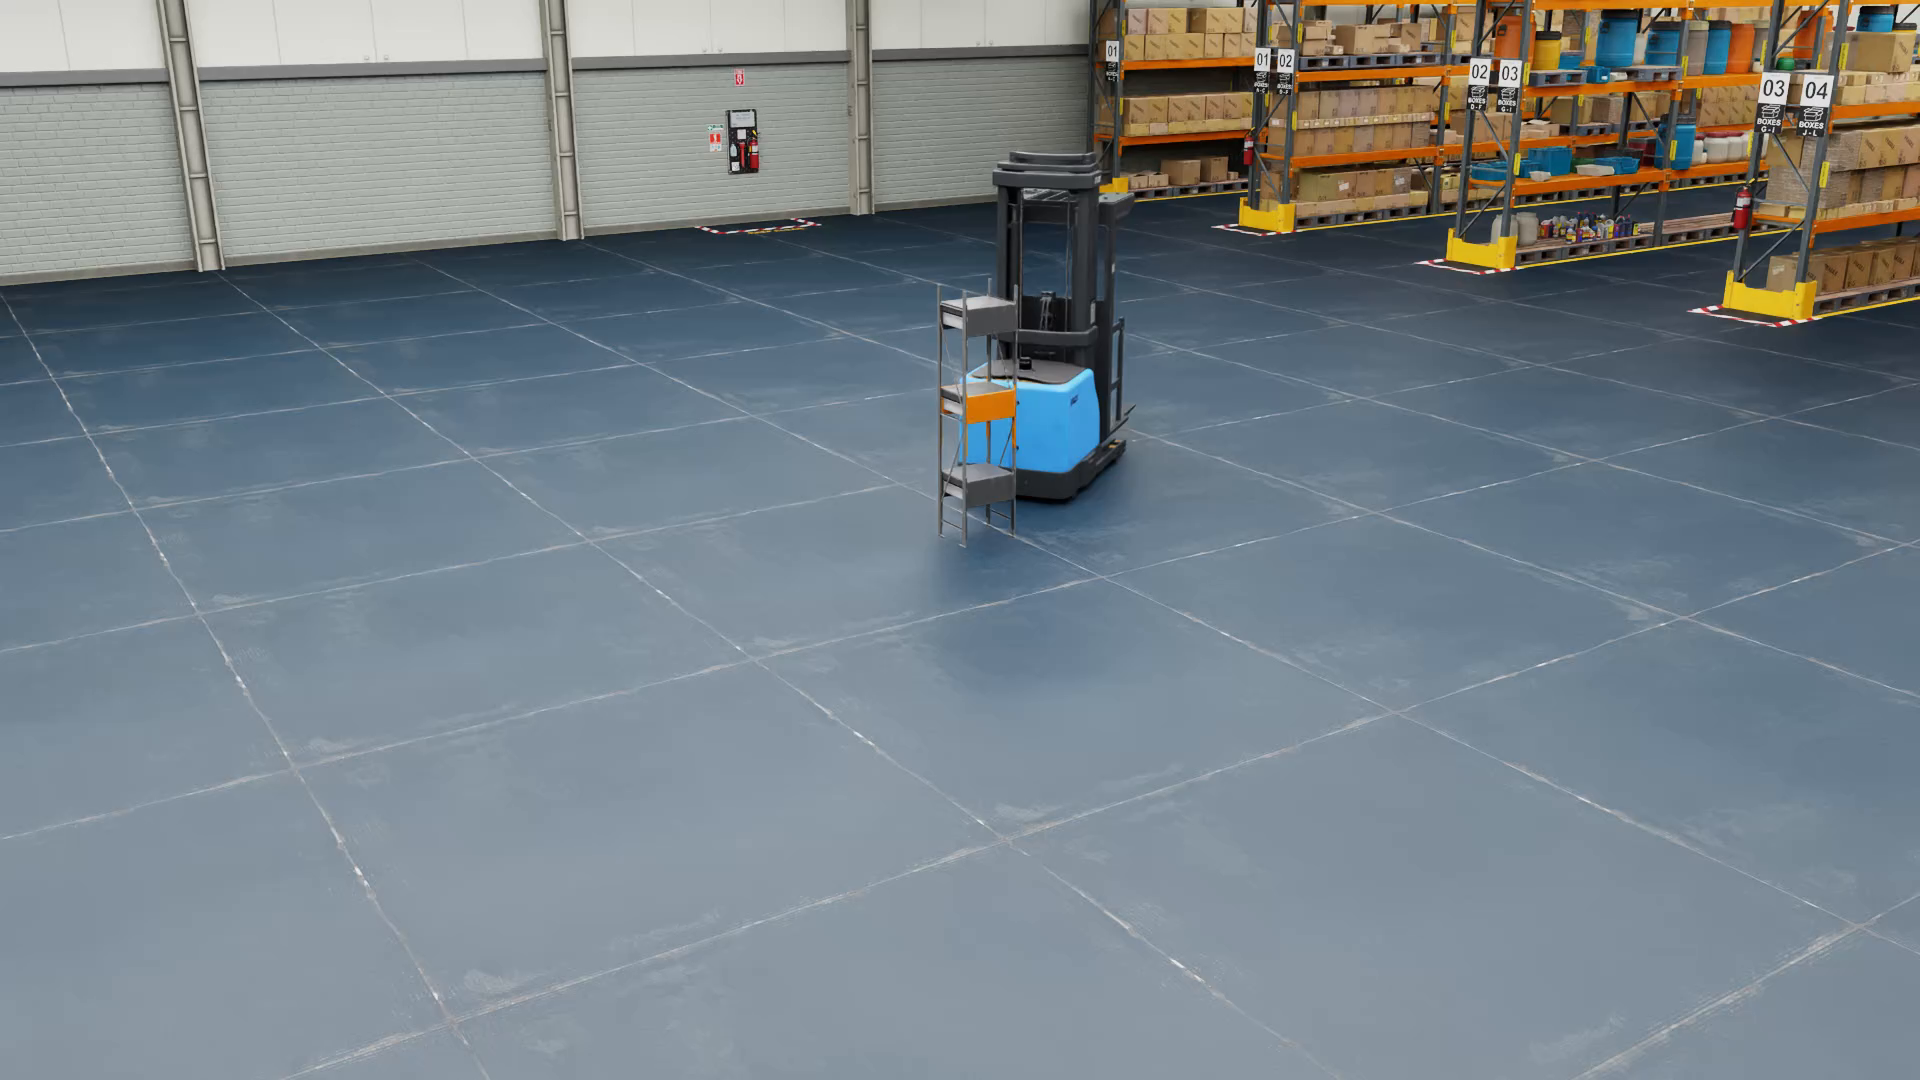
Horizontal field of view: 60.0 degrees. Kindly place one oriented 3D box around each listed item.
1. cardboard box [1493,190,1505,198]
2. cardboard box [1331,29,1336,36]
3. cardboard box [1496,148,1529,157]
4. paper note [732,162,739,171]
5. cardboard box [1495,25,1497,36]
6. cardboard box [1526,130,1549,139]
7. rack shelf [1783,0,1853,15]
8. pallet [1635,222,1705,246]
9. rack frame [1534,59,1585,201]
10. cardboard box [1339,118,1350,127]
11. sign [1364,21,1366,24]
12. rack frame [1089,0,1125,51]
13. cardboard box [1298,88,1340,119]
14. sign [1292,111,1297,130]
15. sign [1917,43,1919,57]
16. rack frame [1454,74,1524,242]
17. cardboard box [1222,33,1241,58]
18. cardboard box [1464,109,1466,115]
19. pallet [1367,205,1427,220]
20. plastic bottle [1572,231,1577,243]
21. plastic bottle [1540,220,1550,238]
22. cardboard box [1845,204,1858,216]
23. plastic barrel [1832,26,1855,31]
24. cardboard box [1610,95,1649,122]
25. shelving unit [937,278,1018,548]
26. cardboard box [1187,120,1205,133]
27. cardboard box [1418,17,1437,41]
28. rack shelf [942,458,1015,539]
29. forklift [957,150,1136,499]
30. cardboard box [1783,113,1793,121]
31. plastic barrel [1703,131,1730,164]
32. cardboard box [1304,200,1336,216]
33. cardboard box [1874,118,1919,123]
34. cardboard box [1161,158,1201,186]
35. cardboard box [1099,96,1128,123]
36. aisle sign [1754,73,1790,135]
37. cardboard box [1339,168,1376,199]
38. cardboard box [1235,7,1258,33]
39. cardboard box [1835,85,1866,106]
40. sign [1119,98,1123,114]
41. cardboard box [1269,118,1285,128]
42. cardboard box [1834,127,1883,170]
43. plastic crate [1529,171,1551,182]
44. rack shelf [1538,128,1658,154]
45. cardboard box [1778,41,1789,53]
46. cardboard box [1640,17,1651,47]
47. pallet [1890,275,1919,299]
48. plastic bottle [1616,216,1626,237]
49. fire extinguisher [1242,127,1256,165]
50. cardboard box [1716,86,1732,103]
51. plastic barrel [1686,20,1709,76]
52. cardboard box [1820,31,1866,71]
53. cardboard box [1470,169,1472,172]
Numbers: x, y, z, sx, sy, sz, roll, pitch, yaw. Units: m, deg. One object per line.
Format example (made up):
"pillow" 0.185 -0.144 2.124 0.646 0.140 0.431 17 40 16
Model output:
"cardboard box" 10.800 -7.104 33.712 0.500 0.250 0.500 -11 22 -30
"cardboard box" 8.522 -11.237 37.422 0.637 0.503 0.797 -9 20 -24
"cardboard box" 13.678 -9.784 41.250 0.500 0.500 0.700 -12 22 -31
"paper note" -4.198 -6.994 31.125 0.142 0.148 0.016 -12 22 -31
"cardboard box" 13.439 -12.445 40.611 0.500 0.250 0.500 -12 22 -31
"cardboard box" 11.784 -8.285 33.960 0.250 0.149 0.380 -12 22 -31
"rack shelf" 12.818 -7.429 22.796 4.000 0.370 1.077 -12 22 -31
"pallet" 12.398 -5.434 29.488 1.213 0.211 1.003 -12 22 -31
"rack frame" 12.383 -8.636 34.607 0.127 3.000 1.000 -12 22 -31
"cardboard box" 7.009 -7.776 30.892 0.250 0.149 0.380 -13 23 -33
"sign" 9.357 -11.814 38.392 0.005 0.325 0.100 -12 22 -31
"rack frame" 2.974 -11.394 33.395 0.127 3.000 1.000 -12 22 -31
"cardboard box" 6.579 -8.071 30.754 0.500 0.500 0.700 -13 22 -33
"sign" 6.002 -7.525 29.845 0.005 0.325 0.100 -12 22 -31
"sign" 14.180 -7.282 24.494 0.005 0.325 0.100 -12 22 -31
"rack frame" 8.423 -5.902 26.518 0.127 3.000 1.000 -12 22 -31
"cardboard box" 5.600 -10.493 35.228 0.500 0.500 0.500 -14 23 -36
"cardboard box" 12.002 -10.249 39.737 0.250 0.149 0.380 -12 22 -31
"pallet" 8.355 -6.482 32.588 1.213 0.211 1.003 -12 22 -31
"plastic bottle" 10.195 -5.039 27.648 0.097 0.201 0.097 0 19 0
"plastic bottle" 9.941 -5.298 28.297 0.135 0.276 0.152 -12 22 -31
"cardboard box" 12.150 -4.573 22.979 0.250 0.149 0.380 -12 22 -31
"plastic barrel" 16.502 -9.348 31.159 0.433 0.535 0.433 0 19 0
"cardboard box" 14.283 -9.259 35.638 0.700 0.500 0.500 16 24 39
"shelving unit" 0.138 -1.024 13.495 0.503 2.100 0.431 -12 22 -31
"cardboard box" 4.835 -8.763 35.184 0.500 0.250 0.500 -12 22 -31
"cardboard box" 10.912 -11.940 38.851 0.500 0.500 0.700 -11 21 -29
"rack shelf" 0.138 -0.348 13.723 0.480 0.518 0.431 -12 22 -31
"forklift" 0.972 -2.180 15.616 1.130 2.935 3.031 7 20 20
"cardboard box" 18.840 -9.941 38.310 0.500 0.500 0.500 -11 22 -30
"plastic barrel" 13.296 -6.910 29.287 0.433 0.535 0.433 0 19 0
"cardboard box" 6.688 -6.248 31.179 0.500 0.250 0.500 -12 22 -31
"cardboard box" 13.555 -5.844 24.164 0.500 0.500 0.500 -12 22 -31
"cardboard box" 4.718 -7.890 35.615 0.500 0.500 0.700 -14 23 -35
"cardboard box" 3.251 -8.985 34.671 0.500 0.500 0.500 -12 22 -32
"aisle sign" 10.930 -5.878 22.388 0.004 0.787 0.394 -12 22 -31
"cardboard box" 7.526 -6.777 31.575 0.500 0.500 0.500 -12 22 -31
"cardboard box" 6.046 -11.047 35.305 0.500 0.500 0.500 -14 23 -36
"cardboard box" 11.692 -5.942 22.189 0.500 0.250 0.500 -11 22 -30
"sign" 3.273 -8.817 33.788 0.005 0.325 0.100 -12 22 -31
"cardboard box" 5.916 -7.700 30.669 0.250 0.149 0.380 -12 22 -32
"cardboard box" 12.178 -5.349 22.701 0.500 0.500 0.500 -12 22 -31
"plastic crate" 9.347 -5.848 26.772 0.250 0.136 0.298 -12 22 -31
"rack shelf" 14.054 -8.648 35.764 4.000 0.370 1.077 -12 22 -31
"cardboard box" 18.357 -11.149 37.590 0.500 0.250 0.500 -12 22 -31
"cardboard box" 14.150 -10.751 35.210 0.600 0.600 0.600 -13 23 -34
"pallet" 13.946 -3.833 24.752 1.213 0.211 1.003 -12 22 -31
"plastic bottle" 11.224 -5.335 28.292 0.185 0.351 0.144 -13 23 -34
"fire extinguisher" 5.348 -7.294 30.757 0.183 0.674 0.296 -12 22 -31
"cardboard box" 16.703 -9.961 36.807 0.500 0.500 0.500 -13 22 -33
"plastic barrel" 12.615 -8.527 28.819 0.600 0.901 0.600 0 19 0
"cardboard box" 12.303 -6.764 22.983 0.500 0.500 0.500 -12 22 -31
"cardboard box" 10.377 -7.278 33.352 0.500 0.311 0.500 -13 22 -33
